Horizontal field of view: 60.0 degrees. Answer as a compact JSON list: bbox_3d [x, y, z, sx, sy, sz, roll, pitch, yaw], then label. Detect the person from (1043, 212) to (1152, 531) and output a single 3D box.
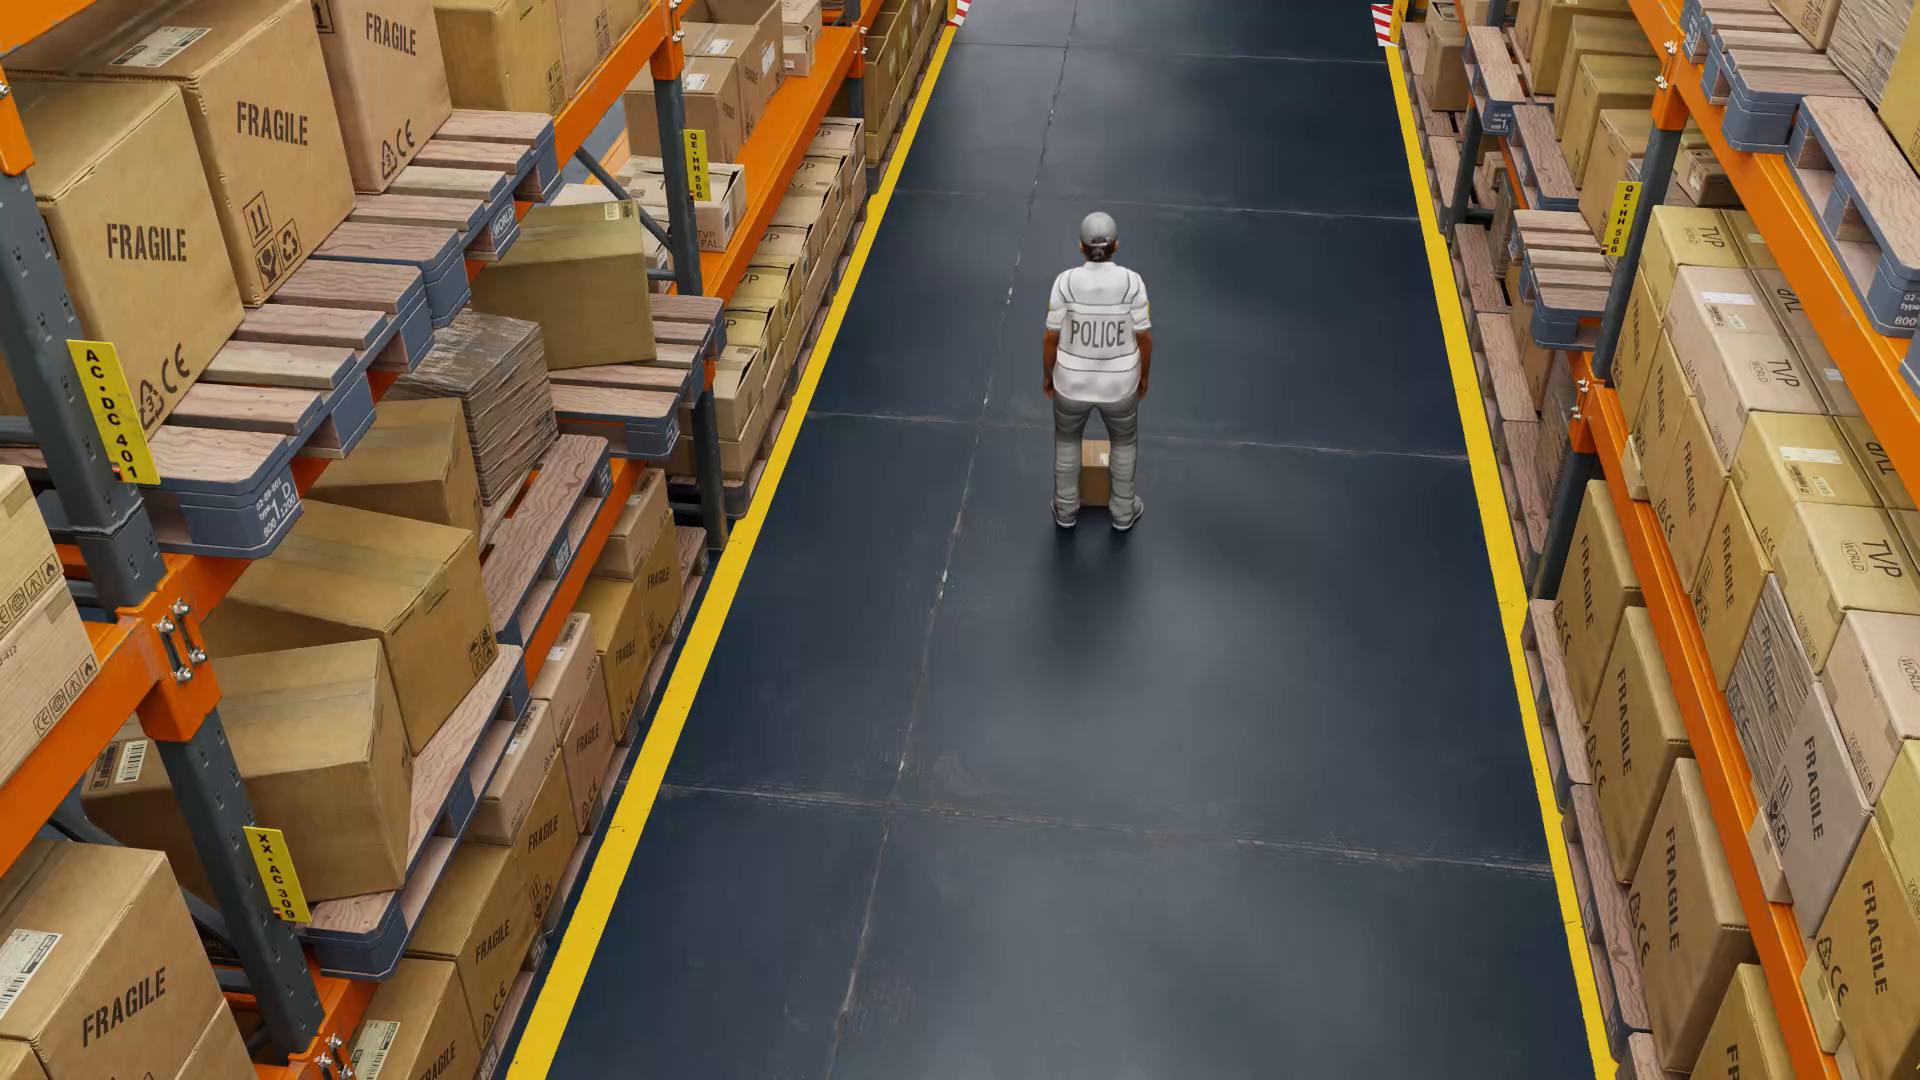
[{"bbox_3d":[0.673,-0.792,8.111,0.549,1.664,0.470,3,36,4],"label":"person"}]
